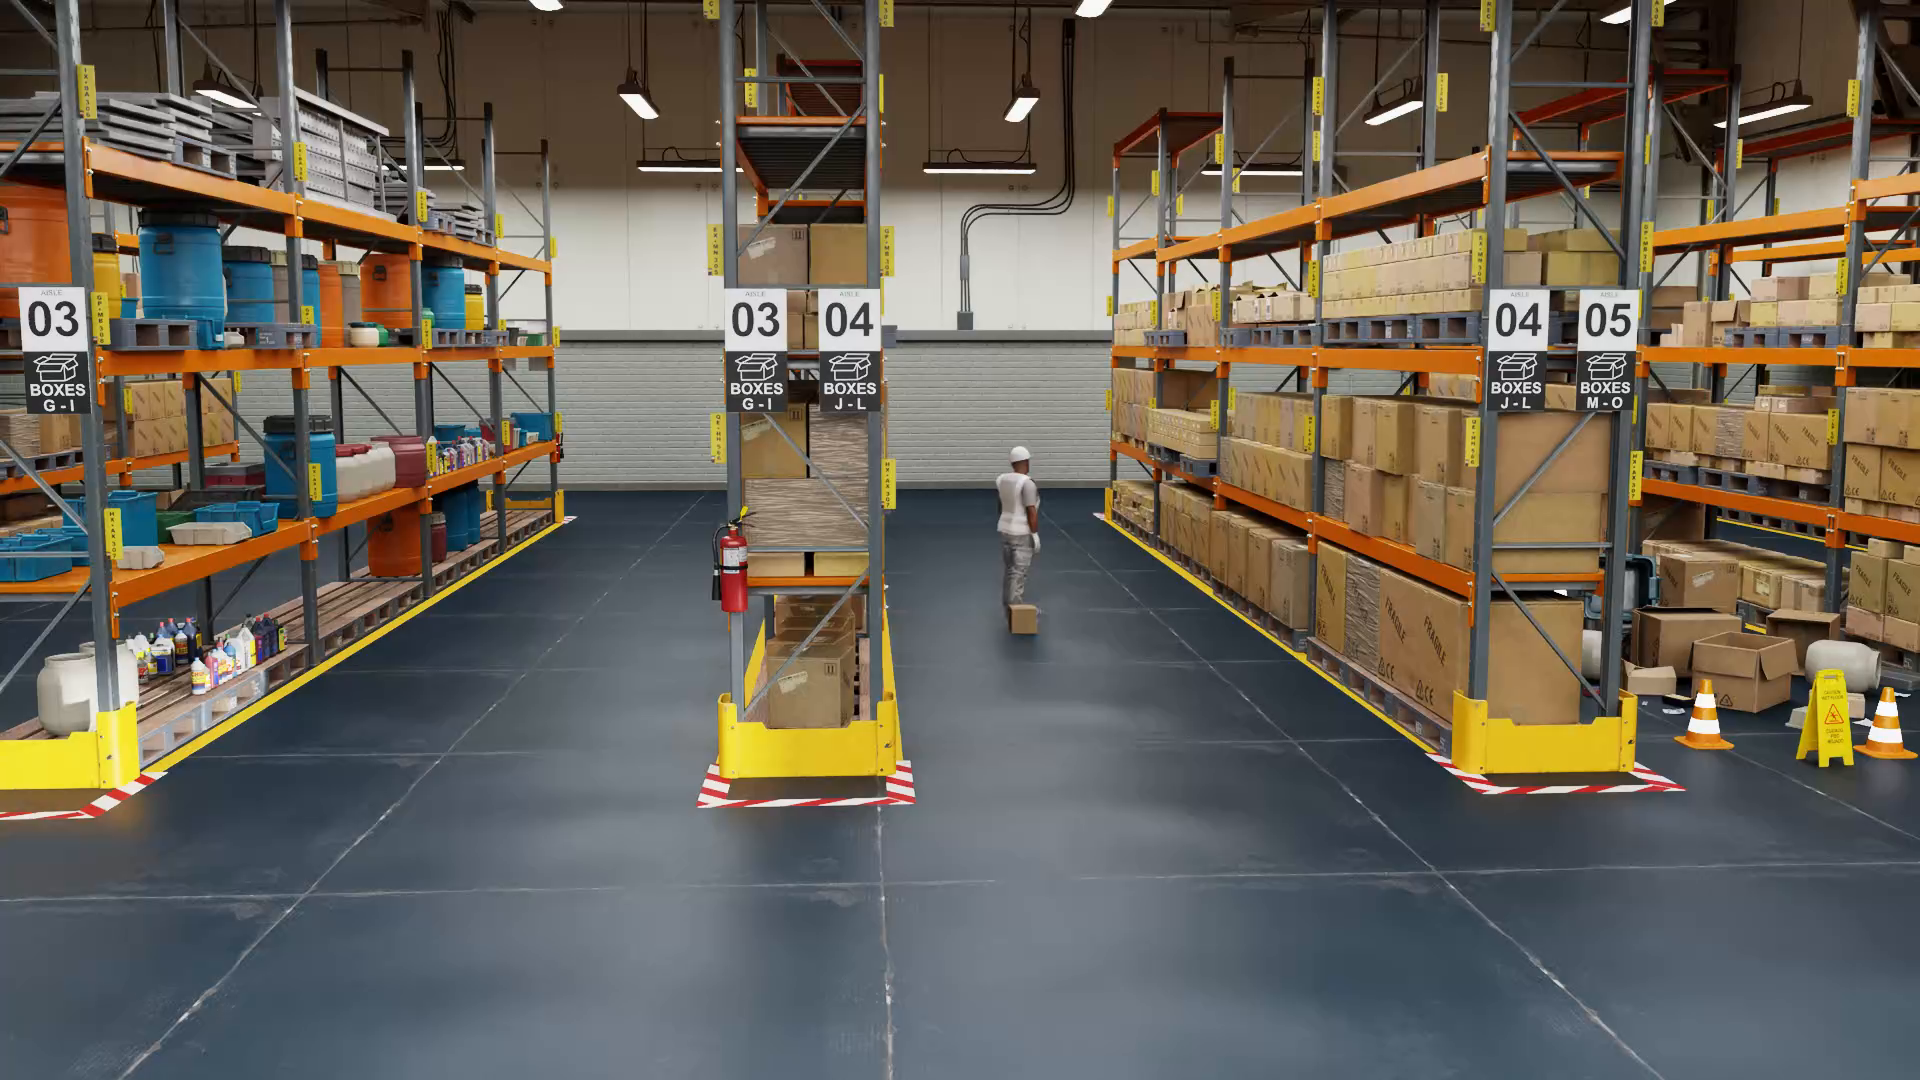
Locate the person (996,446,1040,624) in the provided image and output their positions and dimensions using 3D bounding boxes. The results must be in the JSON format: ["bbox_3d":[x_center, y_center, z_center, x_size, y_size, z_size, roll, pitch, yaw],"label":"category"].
[{"bbox_3d":[0.603,-0.060,16.908,0.460,1.784,0.616,-4,8,-32],"label":"person"}]
